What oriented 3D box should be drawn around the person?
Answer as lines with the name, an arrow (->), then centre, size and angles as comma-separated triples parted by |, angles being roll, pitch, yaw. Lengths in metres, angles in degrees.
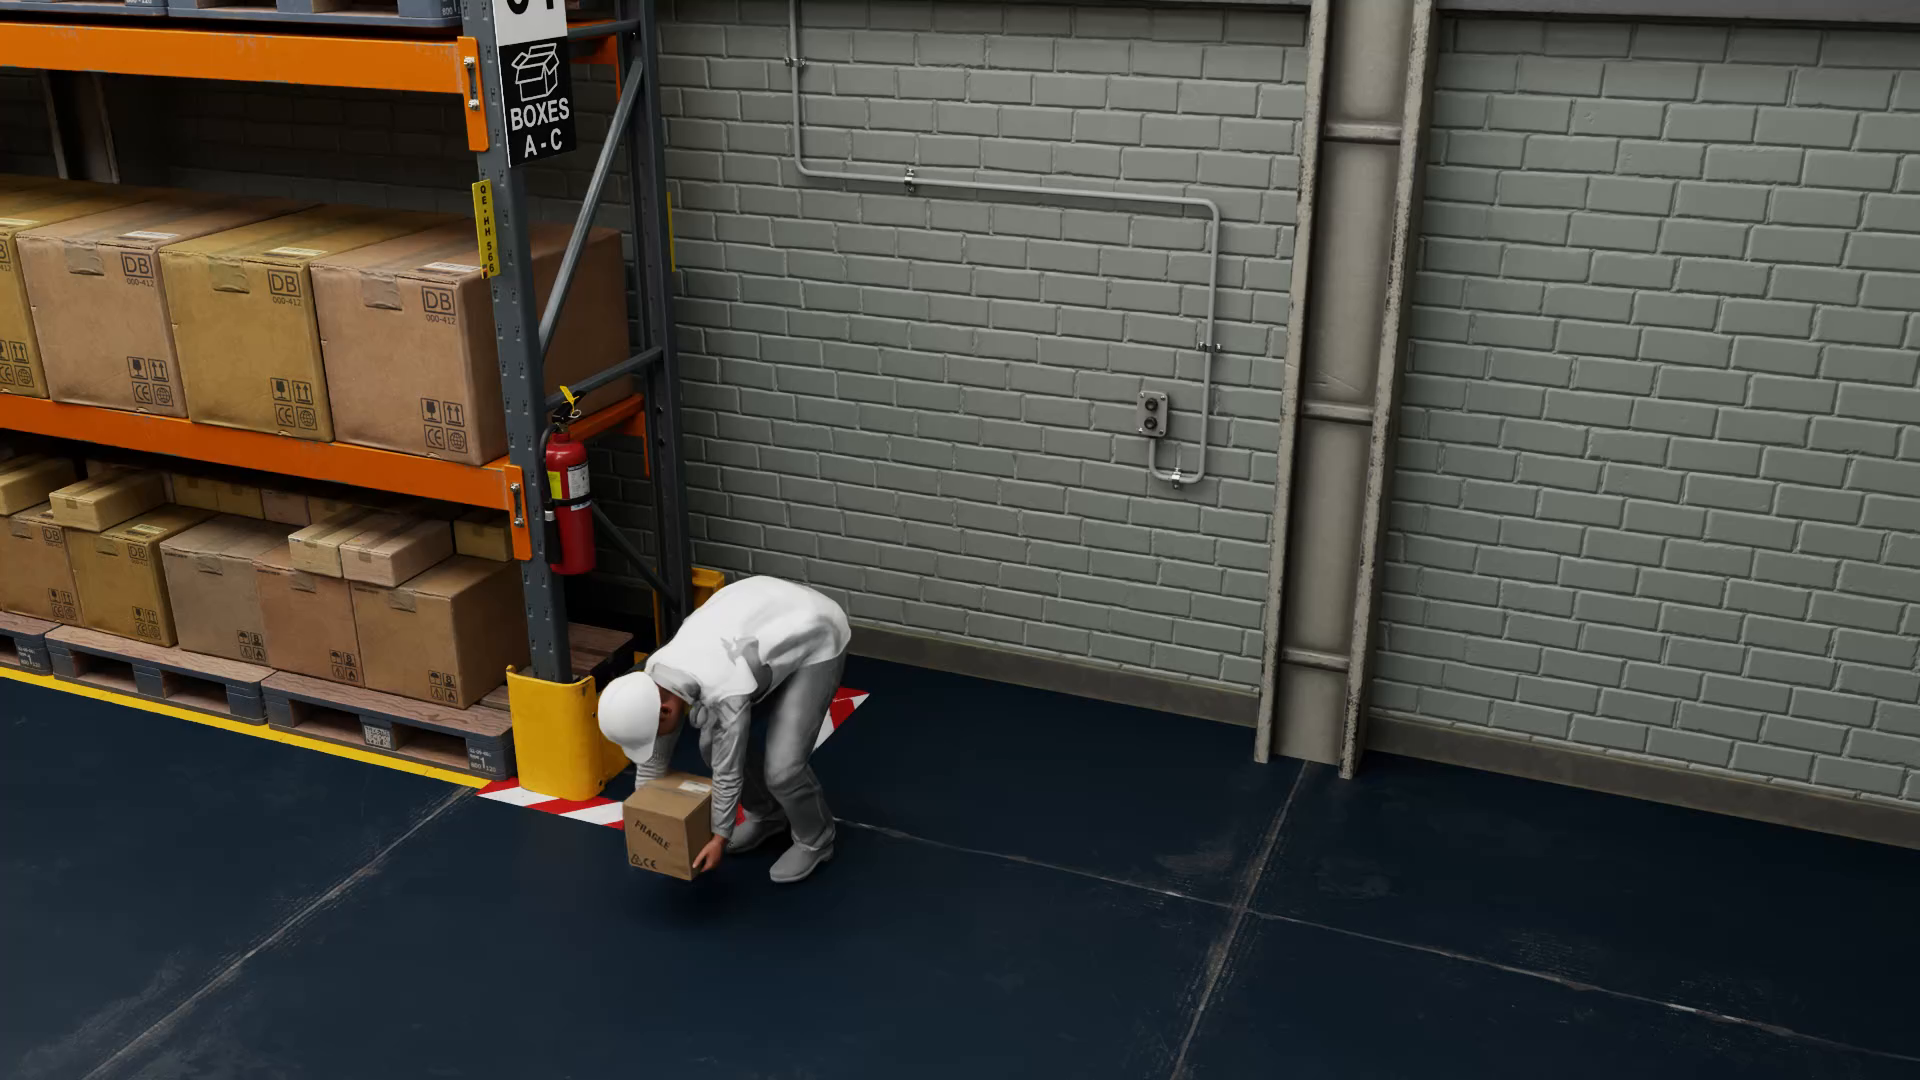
person -> -0.809, 0.712, 5.731 | 0.485, 1.077, 1.010 | 18, 28, 37
